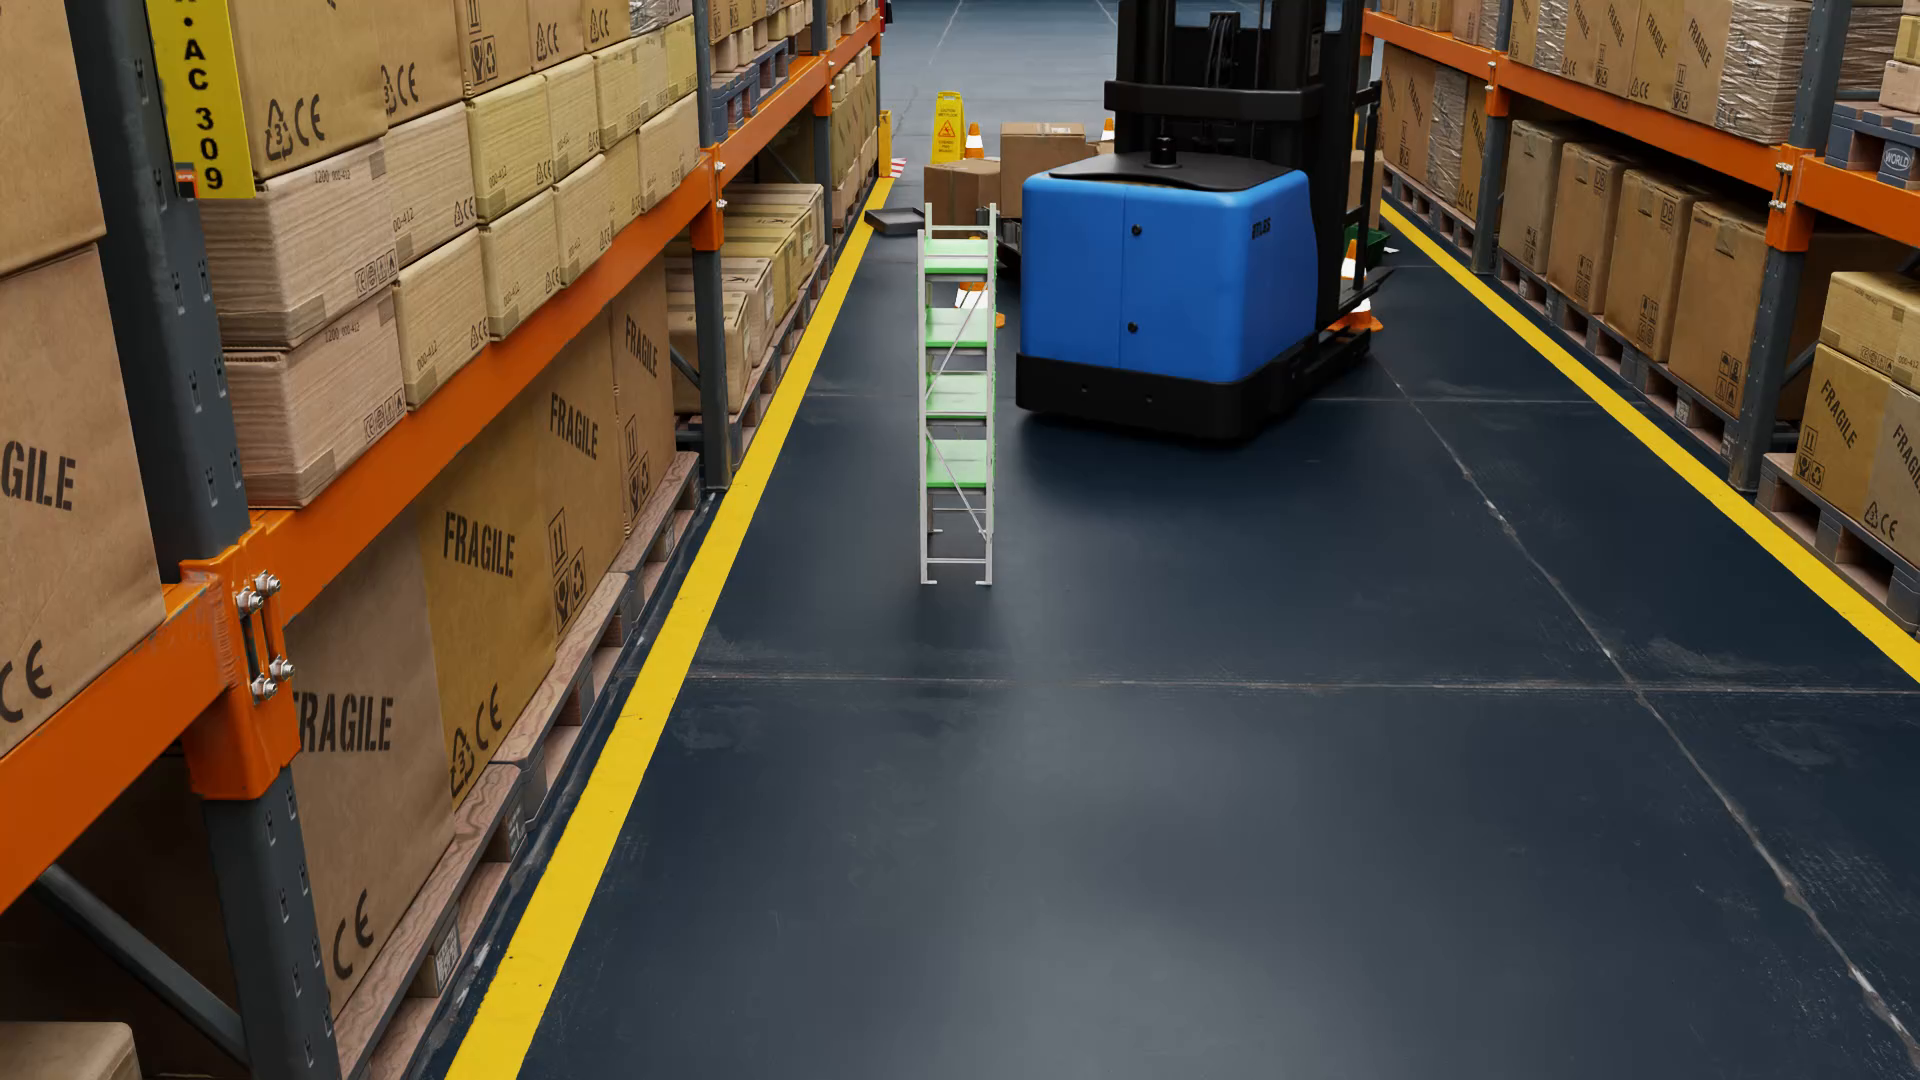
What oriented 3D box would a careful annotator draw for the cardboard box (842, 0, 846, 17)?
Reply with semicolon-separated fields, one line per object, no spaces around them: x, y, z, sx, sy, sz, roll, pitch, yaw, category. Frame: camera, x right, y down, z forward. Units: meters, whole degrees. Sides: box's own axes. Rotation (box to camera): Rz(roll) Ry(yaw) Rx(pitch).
-1.001;-3.581;10.563;0.500;0.500;0.500;1;21;1;cardboard box

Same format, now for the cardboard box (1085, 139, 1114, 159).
1.313;-2.678;12.234;0.797;0.503;0.637;-16;26;-35;cardboard box

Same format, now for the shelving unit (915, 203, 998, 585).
-0.005;-0.500;5.658;0.258;1.200;0.503;1;21;2;shelving unit

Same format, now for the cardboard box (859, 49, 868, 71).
-0.882;-3.553;12.328;0.380;0.149;0.250;1;21;3;cardboard box

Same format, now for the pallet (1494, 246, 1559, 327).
3.717;-1.460;9.501;1.003;0.211;1.213;1;21;2;pallet

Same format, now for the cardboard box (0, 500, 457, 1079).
-1.590;0.404;3.197;0.875;0.875;0.875;1;21;3;cardboard box

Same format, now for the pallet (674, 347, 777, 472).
-1.382;-0.594;7.269;1.003;0.211;1.213;1;21;2;pallet

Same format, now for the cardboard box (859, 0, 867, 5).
-0.943;-4.129;11.973;0.500;0.500;0.500;1;21;1;cardboard box

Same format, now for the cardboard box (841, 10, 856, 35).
-0.907;-3.514;11.286;0.380;0.149;0.250;1;21;2;cardboard box

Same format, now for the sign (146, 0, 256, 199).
-0.974;-0.601;2.124;0.100;0.325;0.005;1;21;2;sign

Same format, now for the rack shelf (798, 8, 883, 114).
-1.225;-3.446;11.758;1.077;0.370;4.000;1;21;2;rack shelf

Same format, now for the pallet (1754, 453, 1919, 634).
3.519;-0.011;5.767;1.003;0.211;1.213;1;21;2;pallet

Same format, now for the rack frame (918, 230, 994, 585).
-0.012;-0.411;5.430;0.240;1.200;0.015;1;21;2;rack frame

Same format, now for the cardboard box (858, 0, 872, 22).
-0.865;-3.971;12.464;0.380;0.149;0.250;1;21;3;cardboard box

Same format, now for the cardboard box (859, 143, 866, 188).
-0.953;-2.747;12.182;0.500;0.250;0.500;0;21;0;cardboard box

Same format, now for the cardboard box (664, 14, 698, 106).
-1.168;-1.597;5.515;0.500;0.250;0.500;1;21;1;cardboard box

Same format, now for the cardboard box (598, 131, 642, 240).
-1.194;-0.989;4.640;0.500;0.250;0.500;0;21;1;cardboard box

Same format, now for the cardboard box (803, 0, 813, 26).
-1.025;-2.948;9.246;0.380;0.149;0.250;1;21;2;cardboard box

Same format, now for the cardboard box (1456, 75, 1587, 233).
3.755;-2.472;10.610;0.875;0.875;0.875;1;21;2;cardboard box

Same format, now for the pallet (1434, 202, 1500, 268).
3.767;-2.014;10.929;1.003;0.211;1.213;1;21;2;pallet

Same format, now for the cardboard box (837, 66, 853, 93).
-0.920;-3.065;11.068;0.380;0.149;0.250;1;21;4;cardboard box

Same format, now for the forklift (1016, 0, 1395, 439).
1.408;-2.273;7.836;1.130;2.935;3.031;11;24;27;forklift

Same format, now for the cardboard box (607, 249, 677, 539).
-1.511;-0.568;5.704;0.875;0.875;0.875;0;21;1;cardboard box

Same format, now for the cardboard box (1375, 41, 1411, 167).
3.833;-3.446;13.120;0.875;0.875;0.875;1;21;2;cardboard box

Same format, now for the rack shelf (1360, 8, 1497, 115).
3.726;-3.428;11.712;1.077;0.370;4.000;1;21;2;rack shelf

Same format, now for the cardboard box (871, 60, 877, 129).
-0.927;-3.475;13.023;0.500;0.500;0.500;1;21;2;cardboard box

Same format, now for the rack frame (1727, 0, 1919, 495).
3.544;-1.594;5.990;1.000;3.000;0.127;1;21;2;rack frame

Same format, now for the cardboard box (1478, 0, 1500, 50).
3.665;-3.244;10.035;0.875;0.550;0.550;1;21;2;cardboard box

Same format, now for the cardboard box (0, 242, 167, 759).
-1.287;-0.042;1.852;0.500;0.500;0.500;1;21;2;cardboard box

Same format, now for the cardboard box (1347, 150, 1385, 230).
2.687;-2.449;11.645;0.500;0.500;0.500;4;22;11;cardboard box

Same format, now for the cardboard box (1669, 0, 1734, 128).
3.306;-1.987;6.864;0.500;0.500;0.500;1;21;2;cardboard box

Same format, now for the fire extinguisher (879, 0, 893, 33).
-0.700;-4.505;13.599;0.296;0.674;0.183;1;21;2;fire extinguisher

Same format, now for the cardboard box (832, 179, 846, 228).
-0.998;-2.182;10.727;0.500;0.250;0.500;0;21;-1;cardboard box

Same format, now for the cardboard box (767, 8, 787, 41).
-1.071;-2.579;8.296;0.380;0.149;0.250;1;21;2;cardboard box

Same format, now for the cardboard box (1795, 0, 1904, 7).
3.567;-2.269;6.209;0.700;0.500;0.500;1;21;1;cardboard box

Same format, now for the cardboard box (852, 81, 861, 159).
-0.976;-2.913;11.574;0.500;0.500;0.500;2;21;4;cardboard box

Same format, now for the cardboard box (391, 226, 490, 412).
-1.237;-0.439;3.221;0.500;0.250;0.500;0;21;0;cardboard box

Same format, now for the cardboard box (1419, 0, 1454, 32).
3.709;-3.829;11.544;0.875;0.550;0.500;1;21;2;cardboard box

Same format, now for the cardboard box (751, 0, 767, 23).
-1.144;-2.534;7.282;0.500;0.500;0.500;1;21;3;cardboard box

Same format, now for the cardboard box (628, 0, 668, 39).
-1.169;-1.749;4.870;0.500;0.500;0.500;1;21;3;cardboard box

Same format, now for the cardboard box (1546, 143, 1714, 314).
3.703;-1.613;8.569;1.050;0.750;0.750;1;21;2;cardboard box

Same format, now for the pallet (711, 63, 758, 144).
-1.492;-1.781;6.738;1.213;0.211;1.003;1;21;2;pallet

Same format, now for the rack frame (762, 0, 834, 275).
-1.285;-3.058;9.764;1.000;3.000;0.127;1;21;2;rack frame

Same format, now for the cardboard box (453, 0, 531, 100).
-1.222;-1.200;3.454;0.500;0.500;0.500;0;21;0;cardboard box

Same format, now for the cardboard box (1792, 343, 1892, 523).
3.267;-0.371;5.715;0.500;0.500;0.500;0;21;-1;cardboard box

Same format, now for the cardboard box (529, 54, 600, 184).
-1.190;-1.039;4.075;0.500;0.250;0.500;0;21;0;cardboard box

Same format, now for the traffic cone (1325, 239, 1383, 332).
2.115;-1.389;8.970;0.336;0.463;0.334;1;21;2;traffic cone

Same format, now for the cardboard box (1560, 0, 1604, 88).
3.348;-2.536;8.281;0.500;0.500;0.500;1;21;1;cardboard box

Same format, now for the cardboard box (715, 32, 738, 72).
-1.115;-2.006;6.820;0.380;0.149;0.250;-1;21;-2;cardboard box

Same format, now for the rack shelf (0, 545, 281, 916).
-1.590;0.893;0.576;1.077;0.370;4.000;1;21;2;rack shelf

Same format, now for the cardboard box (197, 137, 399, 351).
-1.233;-0.485;2.648;0.500;0.250;0.500;0;21;0;cardboard box

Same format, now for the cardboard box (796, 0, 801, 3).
-1.084;-3.090;8.717;0.500;0.500;0.500;1;21;2;cardboard box

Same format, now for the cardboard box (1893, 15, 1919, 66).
3.328;-1.639;5.461;0.380;0.149;0.250;2;21;4;cardboard box

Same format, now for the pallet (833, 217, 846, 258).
-1.300;-2.001;10.895;1.003;0.211;1.213;1;21;2;pallet

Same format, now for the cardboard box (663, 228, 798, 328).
-1.337;-1.328;8.356;0.950;0.372;0.625;1;21;3;cardboard box

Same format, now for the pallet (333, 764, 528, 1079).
-1.581;0.855;3.535;1.003;0.211;1.213;1;21;2;pallet

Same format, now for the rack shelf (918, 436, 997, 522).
-0.005;-0.216;5.768;0.258;0.148;0.480;1;21;2;rack shelf
